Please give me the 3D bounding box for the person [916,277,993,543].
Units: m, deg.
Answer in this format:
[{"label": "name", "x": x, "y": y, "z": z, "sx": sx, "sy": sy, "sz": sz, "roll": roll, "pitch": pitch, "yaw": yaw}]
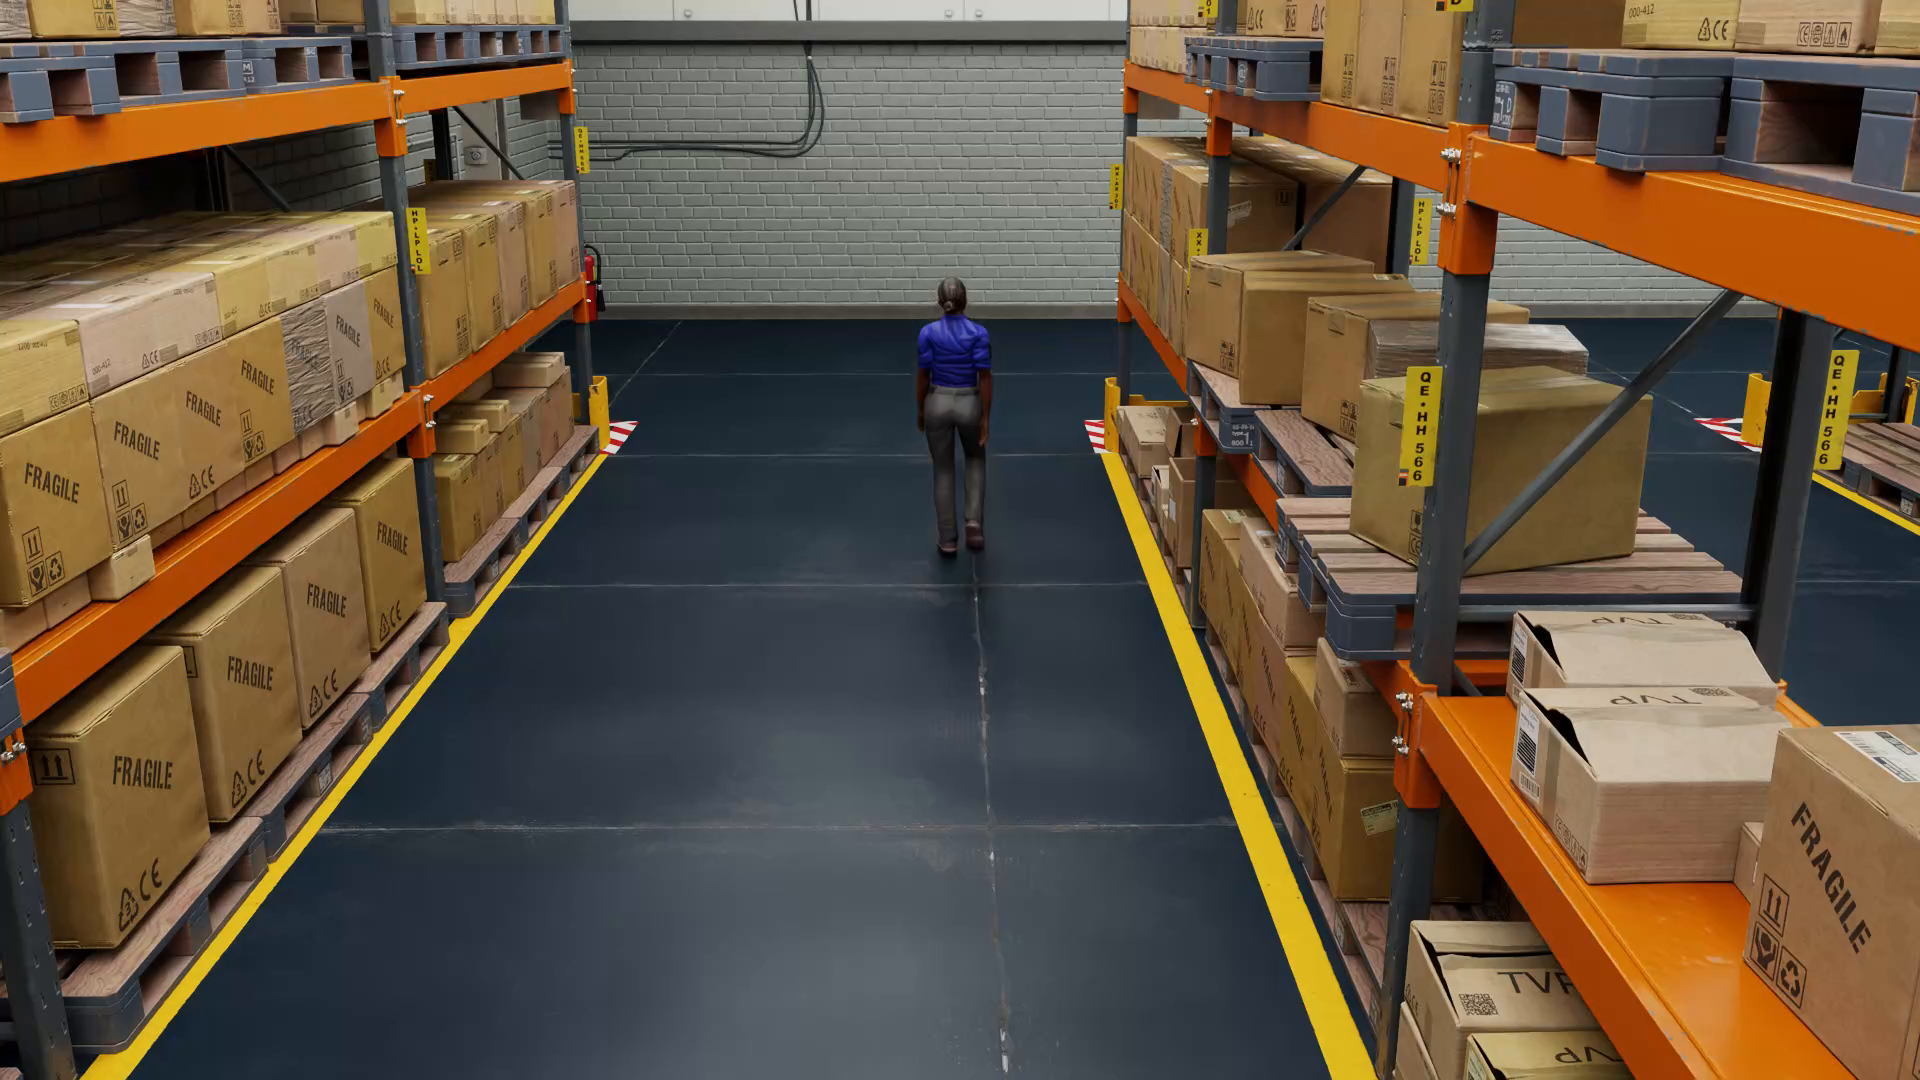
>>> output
[{"label": "person", "x": -0.036, "y": -0.793, "z": 9.911, "sx": 0.447, "sy": 1.574, "sz": 0.454, "roll": -1, "pitch": 17, "yaw": -2}]
